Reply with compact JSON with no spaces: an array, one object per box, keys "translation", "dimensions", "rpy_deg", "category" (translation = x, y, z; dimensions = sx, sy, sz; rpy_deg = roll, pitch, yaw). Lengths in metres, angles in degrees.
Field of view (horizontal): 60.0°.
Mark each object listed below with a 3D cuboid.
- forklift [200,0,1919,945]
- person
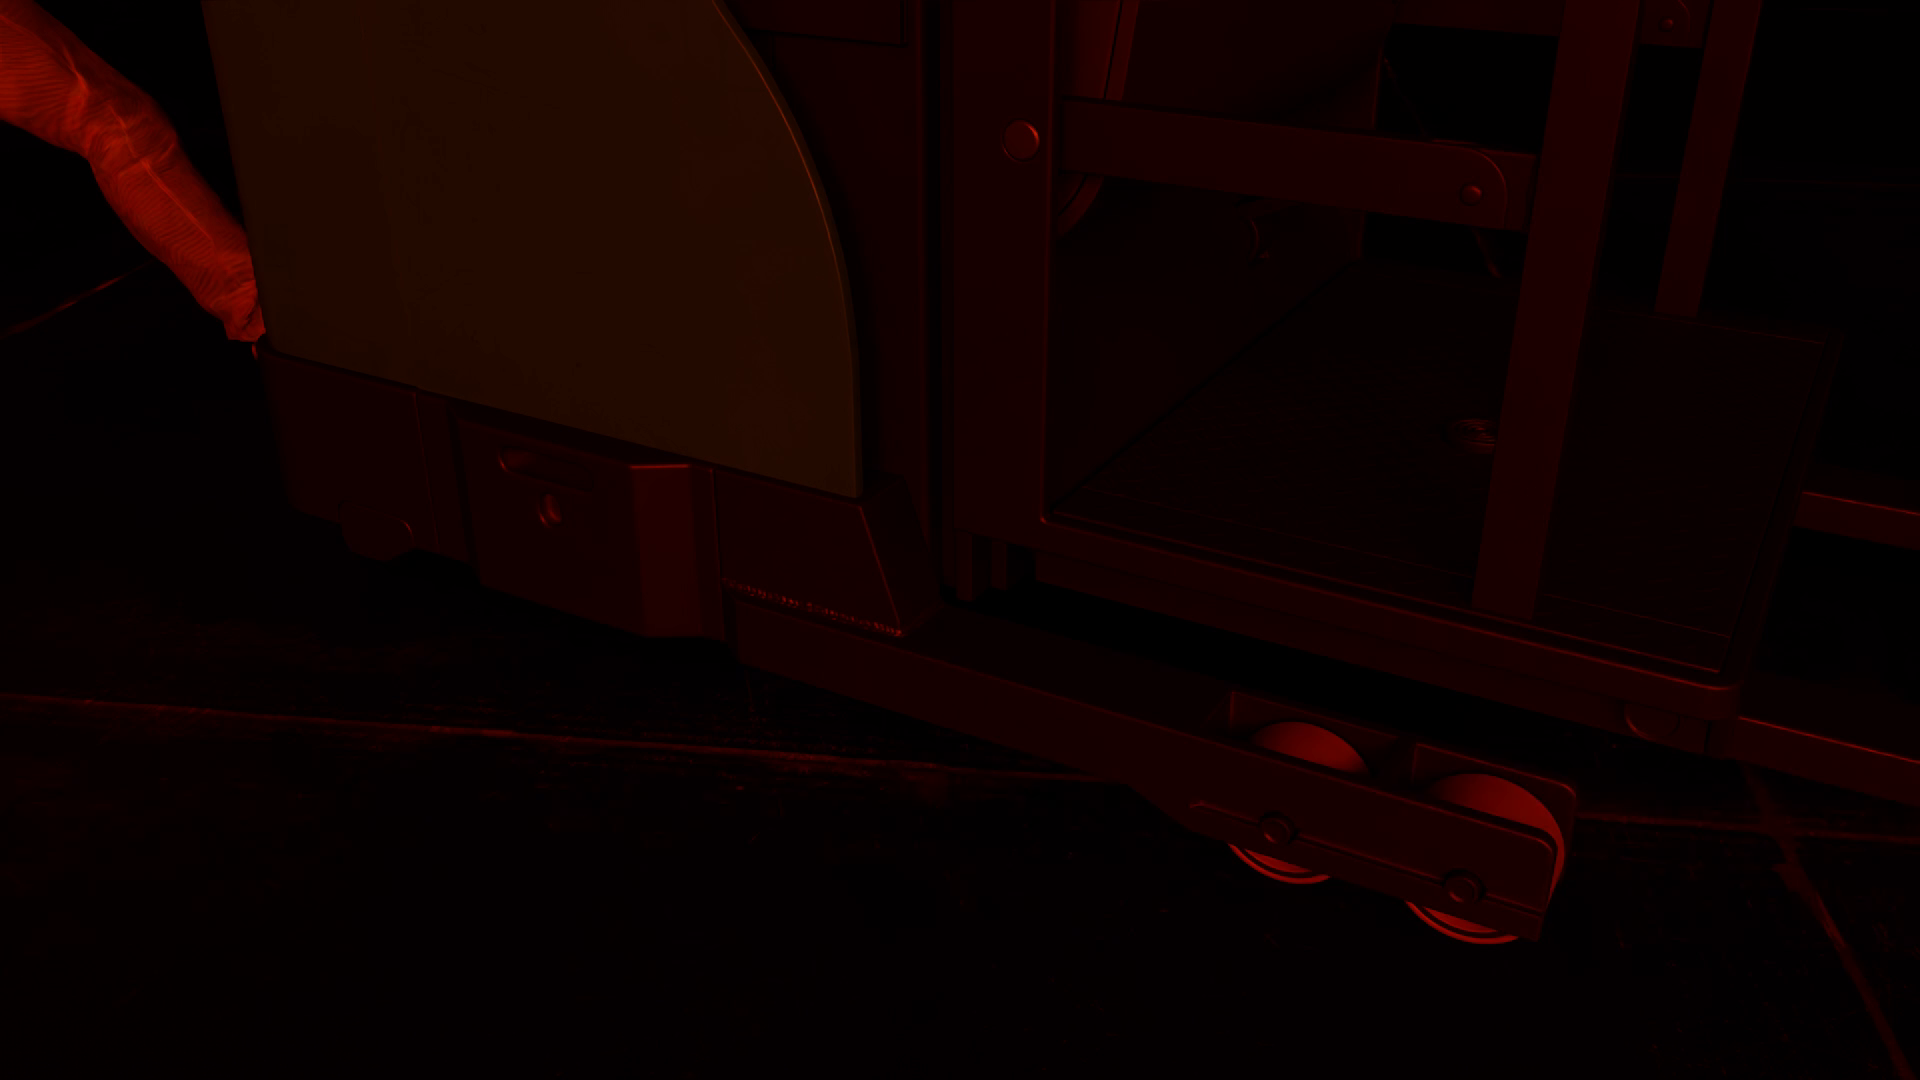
[{"translation":[0.529,-1.176,1.574],"dimensions":[3.031,2.935,1.130],"rpy_deg":[14,30,26],"category":"forklift"},{"translation":[-1.888,-1.114,2.971],"dimensions":[1.225,1.570,0.929],"rpy_deg":[17,31,31],"category":"person"}]
